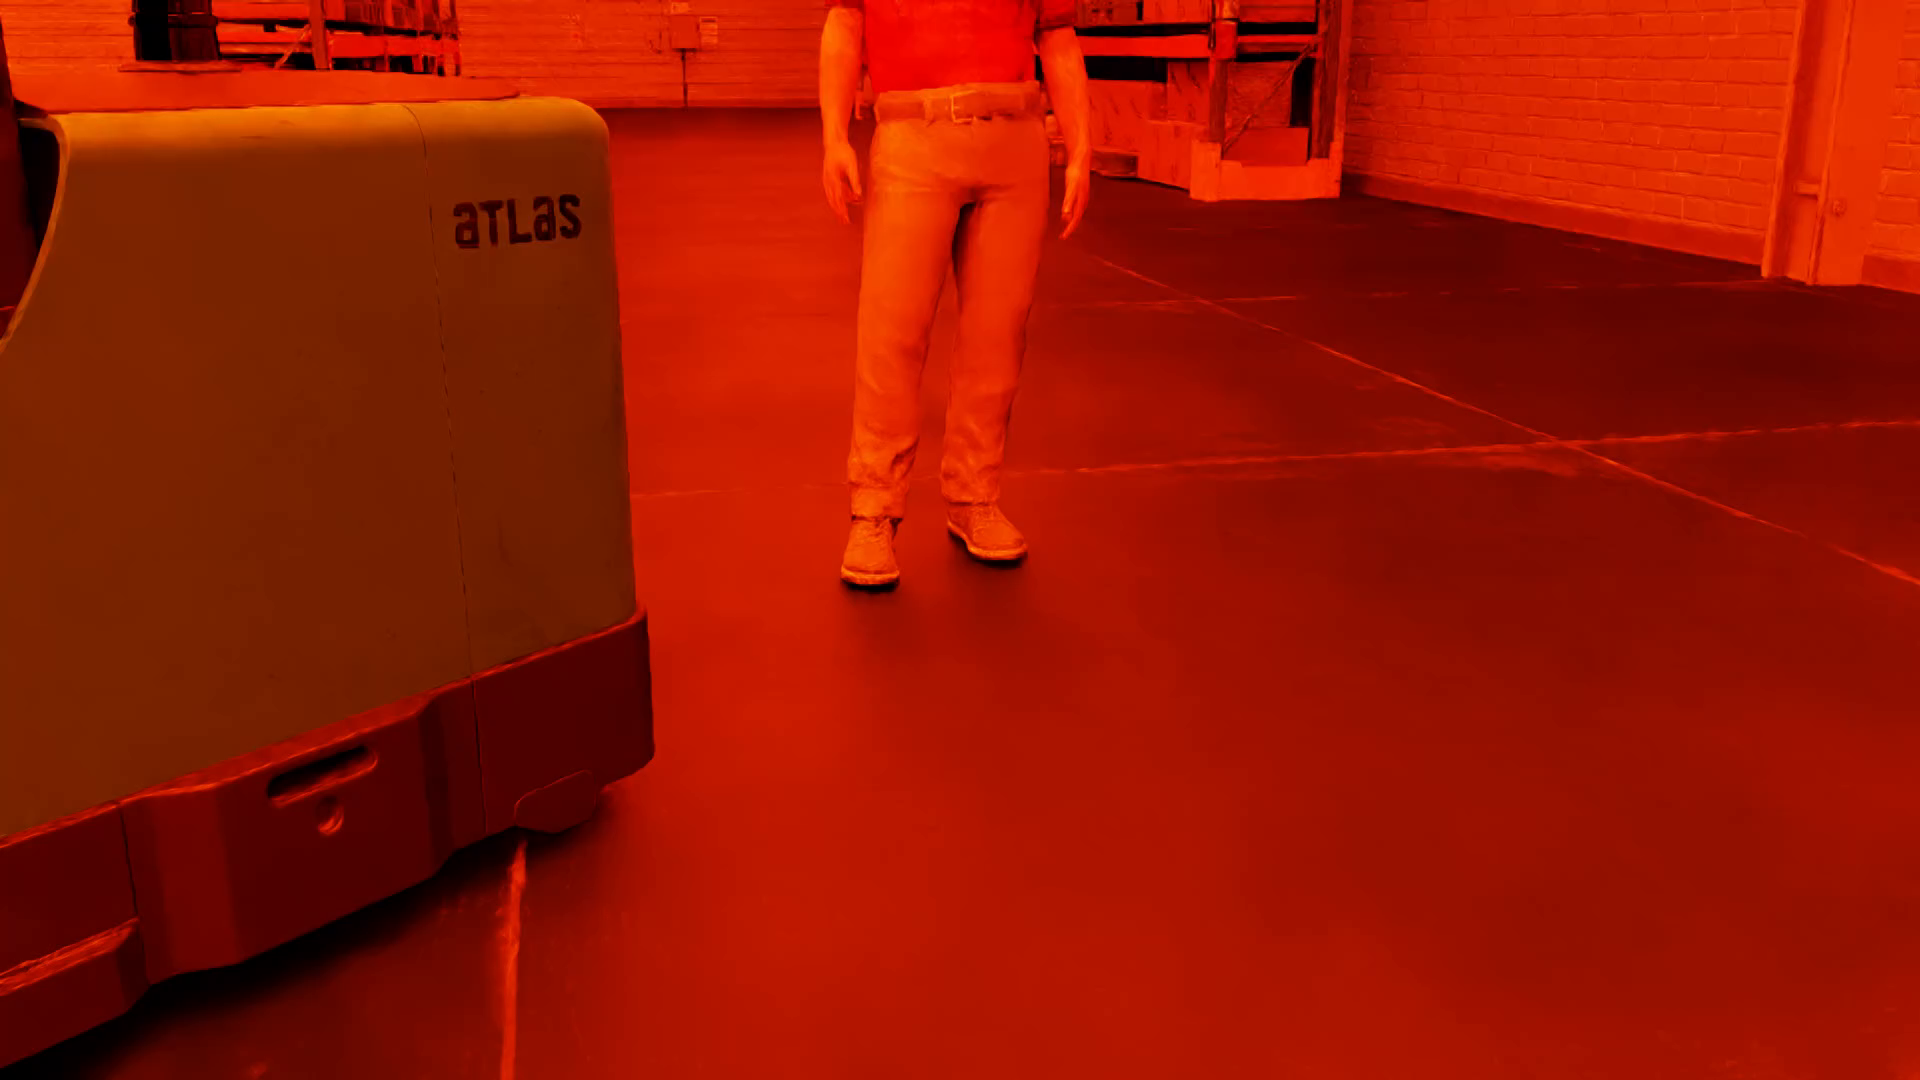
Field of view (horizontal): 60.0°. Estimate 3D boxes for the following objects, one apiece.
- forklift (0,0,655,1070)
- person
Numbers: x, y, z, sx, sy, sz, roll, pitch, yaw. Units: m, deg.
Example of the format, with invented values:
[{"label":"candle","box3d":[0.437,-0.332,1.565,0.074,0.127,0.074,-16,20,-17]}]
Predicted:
[{"label":"forklift","box3d":[-1.772,-0.748,1.385,1.130,2.935,3.031,12,20,35]},{"label":"person","box3d":[0.008,-0.810,3.681,0.640,1.727,0.550,-4,17,-12]}]
